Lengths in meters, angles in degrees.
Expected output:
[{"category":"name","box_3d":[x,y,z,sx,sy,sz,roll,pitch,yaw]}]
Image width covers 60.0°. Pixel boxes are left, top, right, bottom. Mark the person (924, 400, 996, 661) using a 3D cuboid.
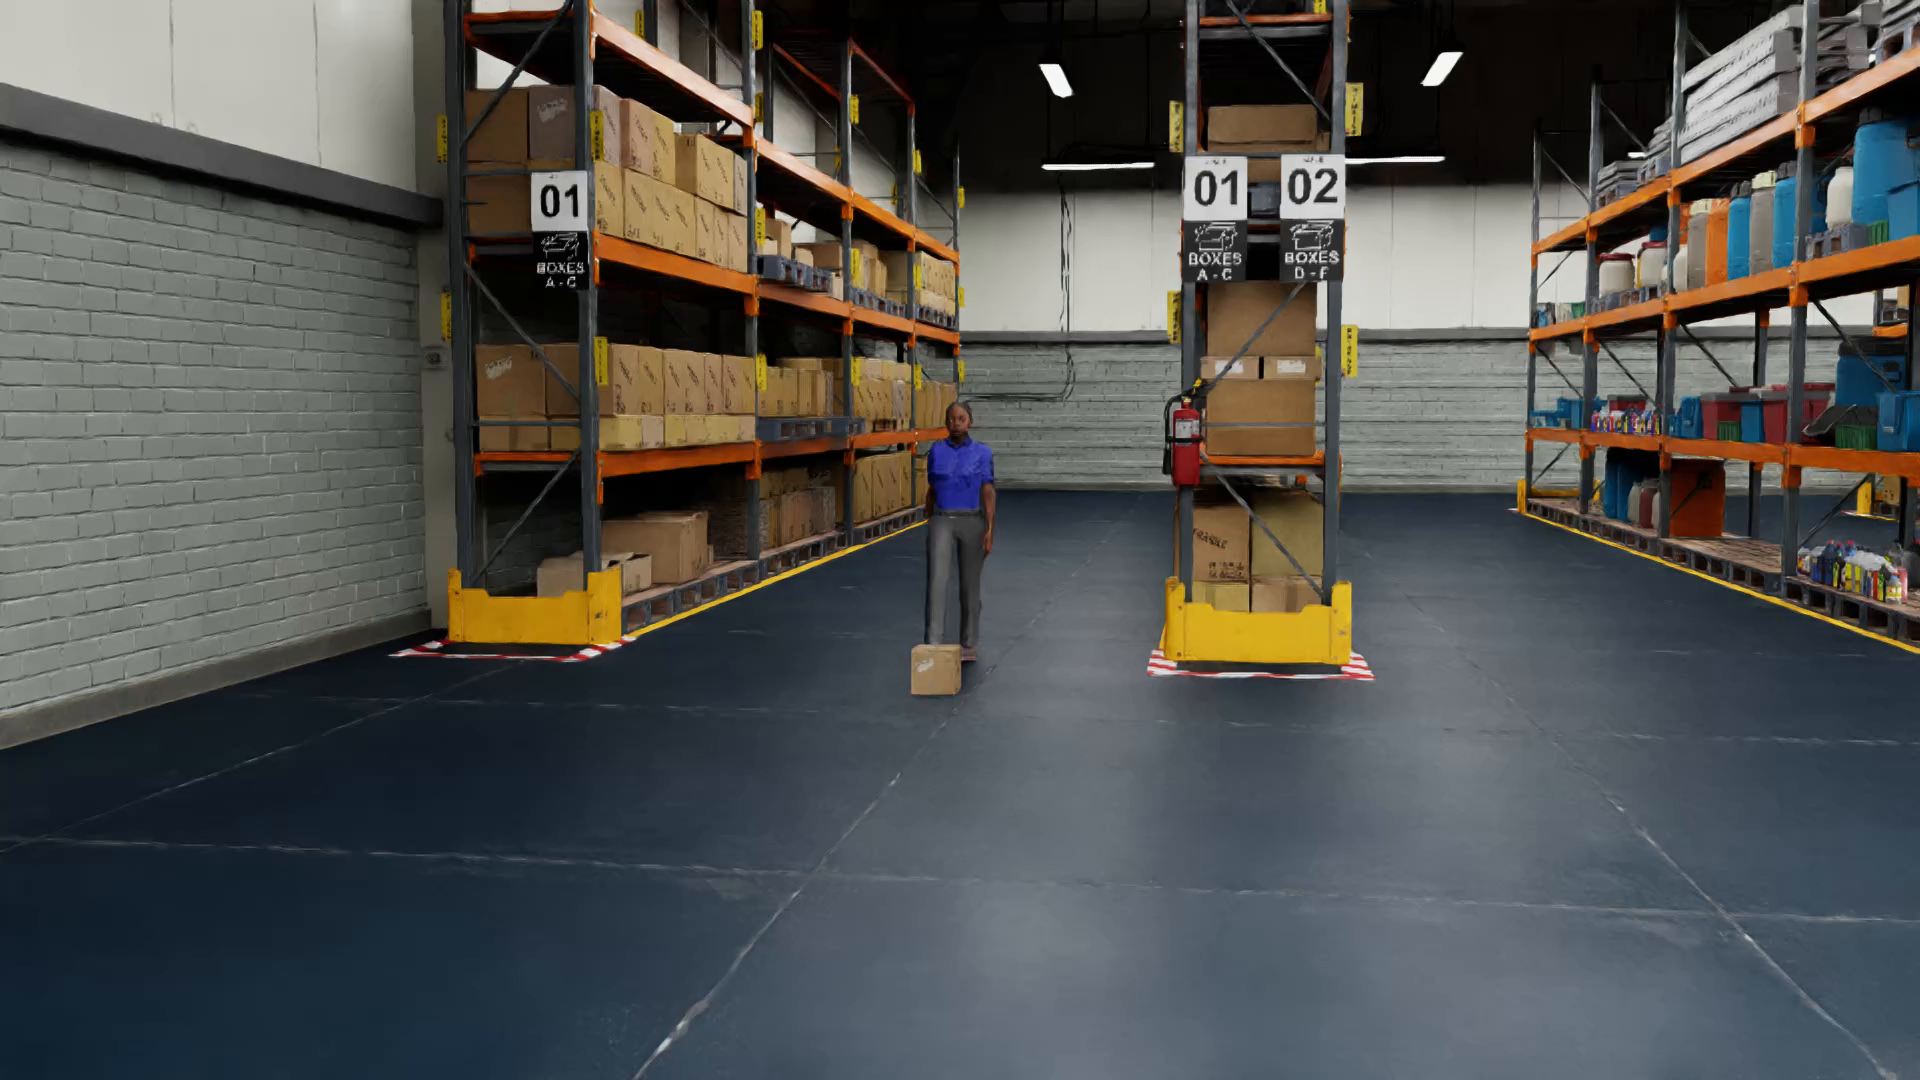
[{"category":"person","box_3d":[-0.009,-0.047,10.336,0.459,1.646,0.679,0,5,6]}]
